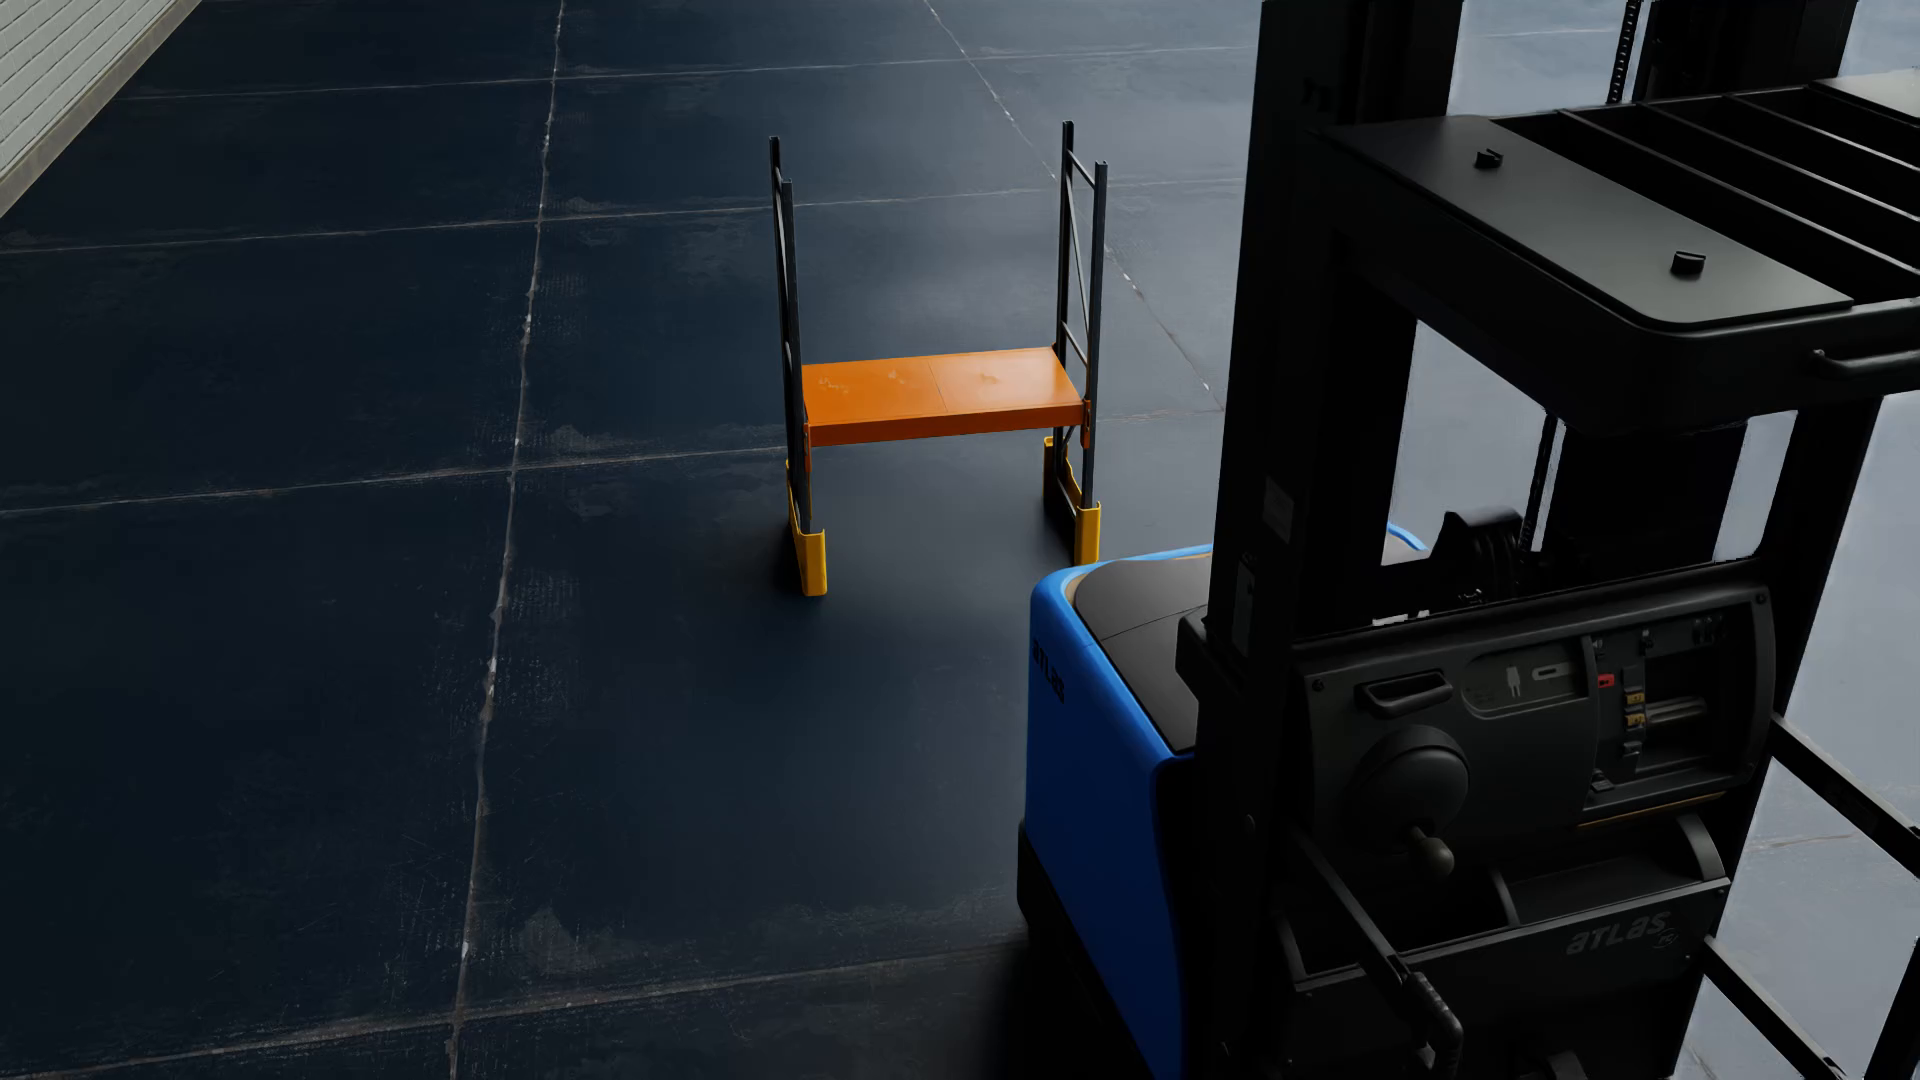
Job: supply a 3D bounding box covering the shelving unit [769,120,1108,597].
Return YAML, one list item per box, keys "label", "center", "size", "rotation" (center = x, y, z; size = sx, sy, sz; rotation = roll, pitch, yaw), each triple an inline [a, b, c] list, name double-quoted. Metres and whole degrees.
- label: "shelving unit"
  center: [-0.075, -0.640, 5.858]
  size: [1.083, 1.500, 0.587]
  rotation: [-5, 31, -9]

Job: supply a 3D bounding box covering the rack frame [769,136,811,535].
- label: "rack frame"
  center: [-0.584, -0.592, 5.778]
  size: [0.032, 1.500, 0.500]
  rotation: [-5, 31, -9]

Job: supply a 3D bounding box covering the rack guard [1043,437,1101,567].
- label: "rack guard"
  center: [0.415, -0.146, 6.252]
  size: [0.087, 0.250, 0.587]
  rotation: [-5, 31, -9]

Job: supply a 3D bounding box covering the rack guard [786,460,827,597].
- label: "rack guard"
  center: [-0.565, -0.055, 6.097]
  size: [0.087, 0.250, 0.587]
  rotation: [-5, 31, -9]

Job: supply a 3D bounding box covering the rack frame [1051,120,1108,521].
- label: "rack frame"
  center: [0.416, -0.685, 5.936]
  size: [0.032, 1.500, 0.500]
  rotation: [-5, 31, -9]

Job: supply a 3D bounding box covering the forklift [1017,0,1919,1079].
- label: "forklift"
  center: [1.084, 0.377, 2.717]
  size: [1.130, 2.935, 3.031]
  rotation: [-9, 32, -15]

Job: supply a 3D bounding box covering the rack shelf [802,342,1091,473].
- label: "rack shelf"
  center: [-0.084, -0.484, 5.948]
  size: [1.000, 0.185, 0.538]
  rotation: [-5, 31, -9]
